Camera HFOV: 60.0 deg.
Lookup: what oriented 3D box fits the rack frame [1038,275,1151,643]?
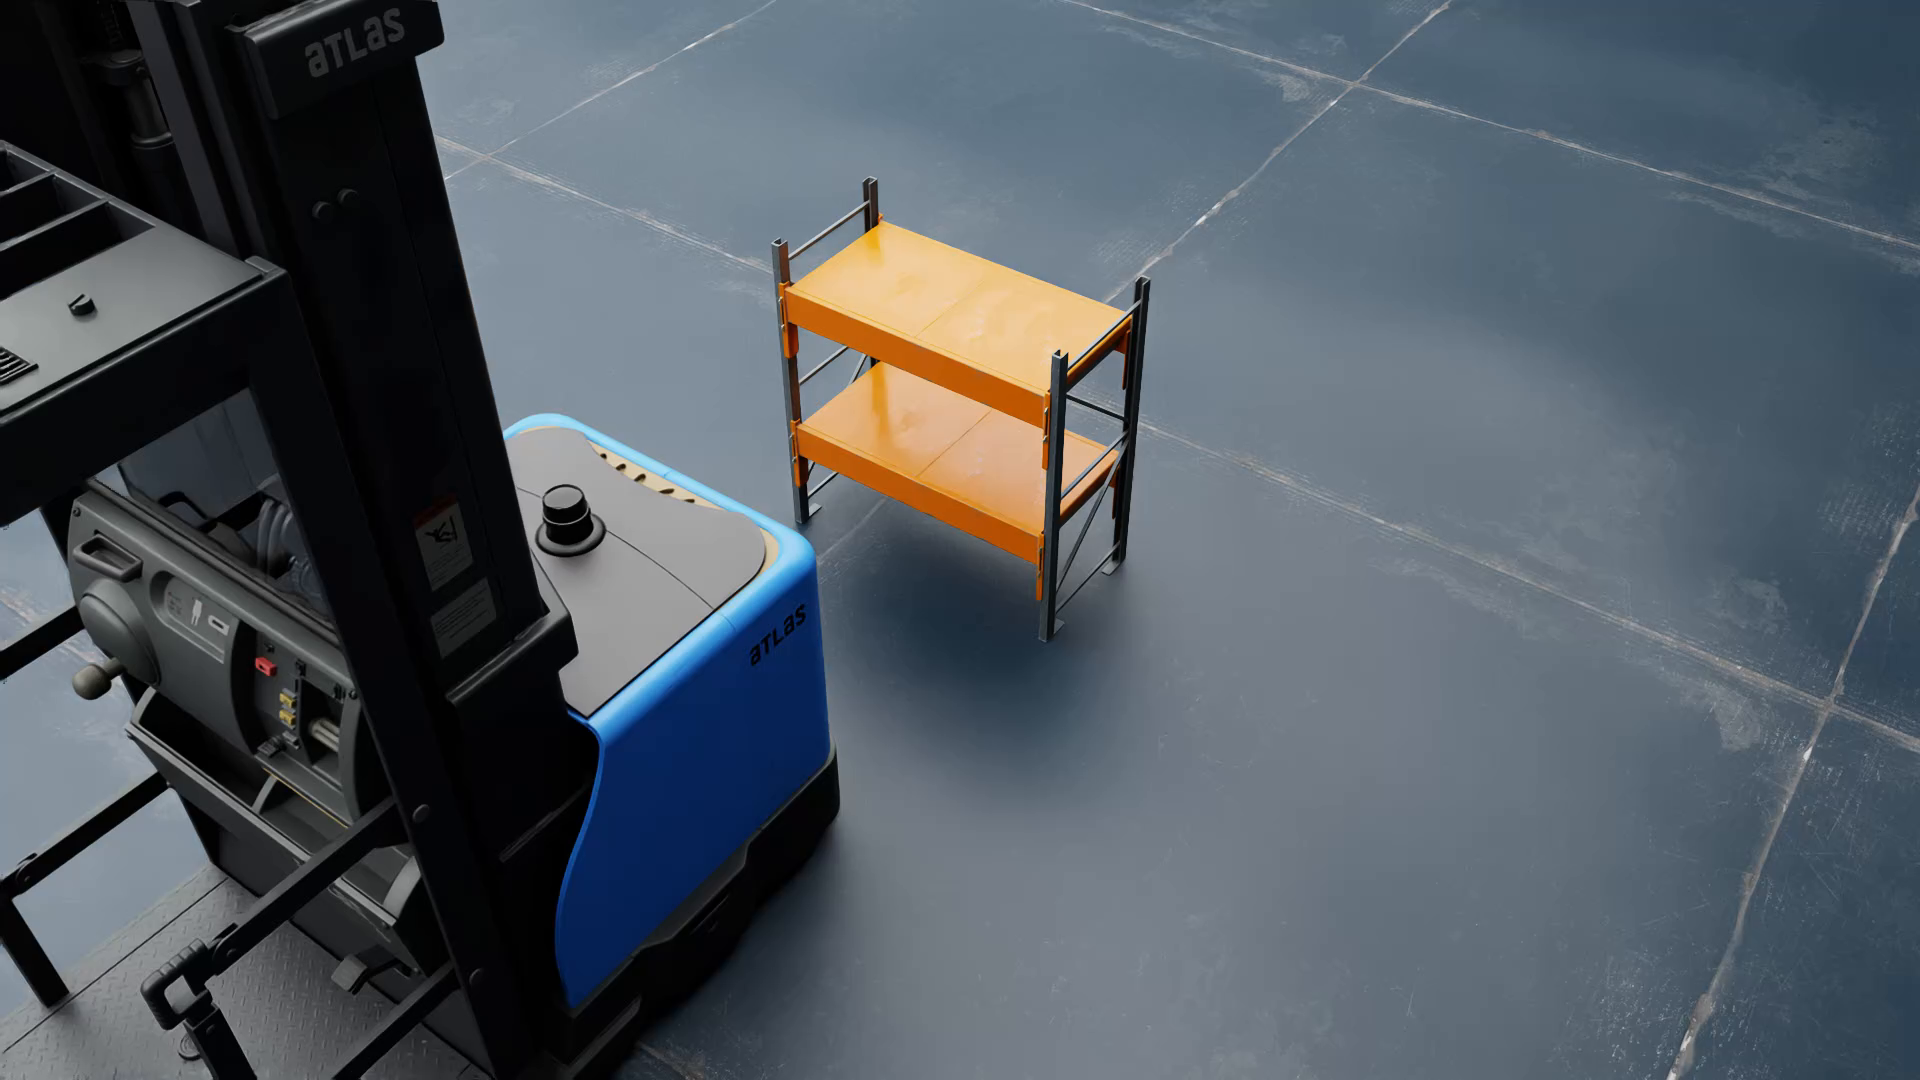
[{"bbox_3d":[0.411,-0.227,5.160,0.032,1.125,0.500,25,48,25],"label":"rack frame"}]

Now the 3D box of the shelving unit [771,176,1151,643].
[{"bbox_3d":[-0.006,-0.422,5.378,1.048,1.125,0.538,25,48,25],"label":"shelving unit"}]

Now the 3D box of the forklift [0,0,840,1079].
[{"bbox_3d":[-1.615,0.321,3.194,1.130,2.935,3.031,26,48,26],"label":"forklift"}]

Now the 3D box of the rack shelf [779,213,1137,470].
[{"bbox_3d":[-0.006,-0.640,5.183,1.000,0.278,0.538,25,48,25],"label":"rack shelf"}]

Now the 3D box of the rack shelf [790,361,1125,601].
[{"bbox_3d":[-0.006,-0.240,5.541,1.000,0.278,0.538,25,48,25],"label":"rack shelf"}]

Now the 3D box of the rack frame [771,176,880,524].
[{"bbox_3d":[-0.422,-0.616,5.595,0.032,1.125,0.500,25,48,25],"label":"rack frame"}]
